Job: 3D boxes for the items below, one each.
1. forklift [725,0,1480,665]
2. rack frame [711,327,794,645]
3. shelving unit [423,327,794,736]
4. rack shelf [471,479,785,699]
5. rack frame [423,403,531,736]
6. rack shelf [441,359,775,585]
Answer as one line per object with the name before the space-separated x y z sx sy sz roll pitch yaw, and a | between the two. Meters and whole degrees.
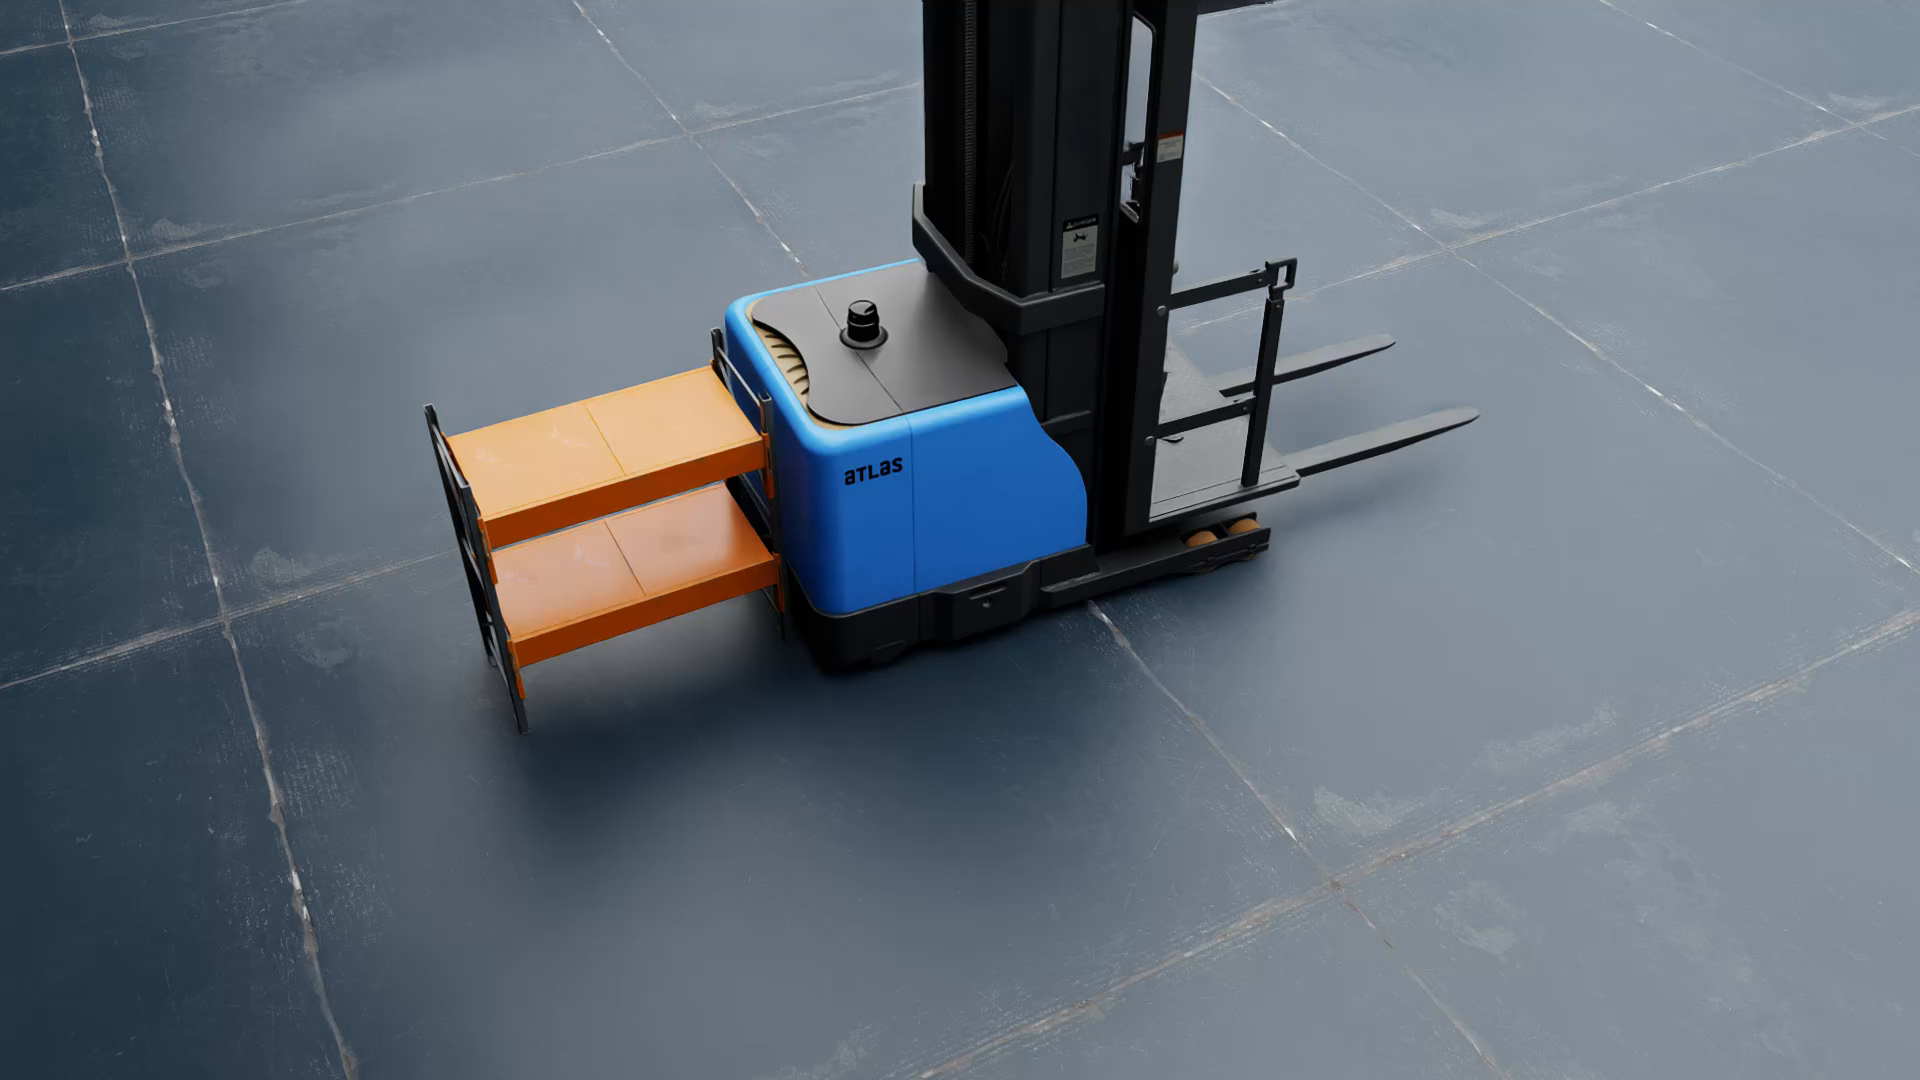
forklift | 0.682 -1.284 5.999 3.031 2.935 1.130 -16 43 -18
rack frame | -0.757 -0.180 6.092 0.032 1.125 0.500 -18 44 -20
shelving unit | -1.209 -0.030 5.914 1.048 1.125 0.538 -18 44 -20
rack shelf | -1.209 0.157 6.072 1.000 0.278 0.538 -18 44 -20
rack frame | -1.661 0.121 5.737 0.032 1.125 0.500 -18 44 -20
rack shelf | -1.209 -0.253 5.725 1.000 0.278 0.538 -18 44 -20
